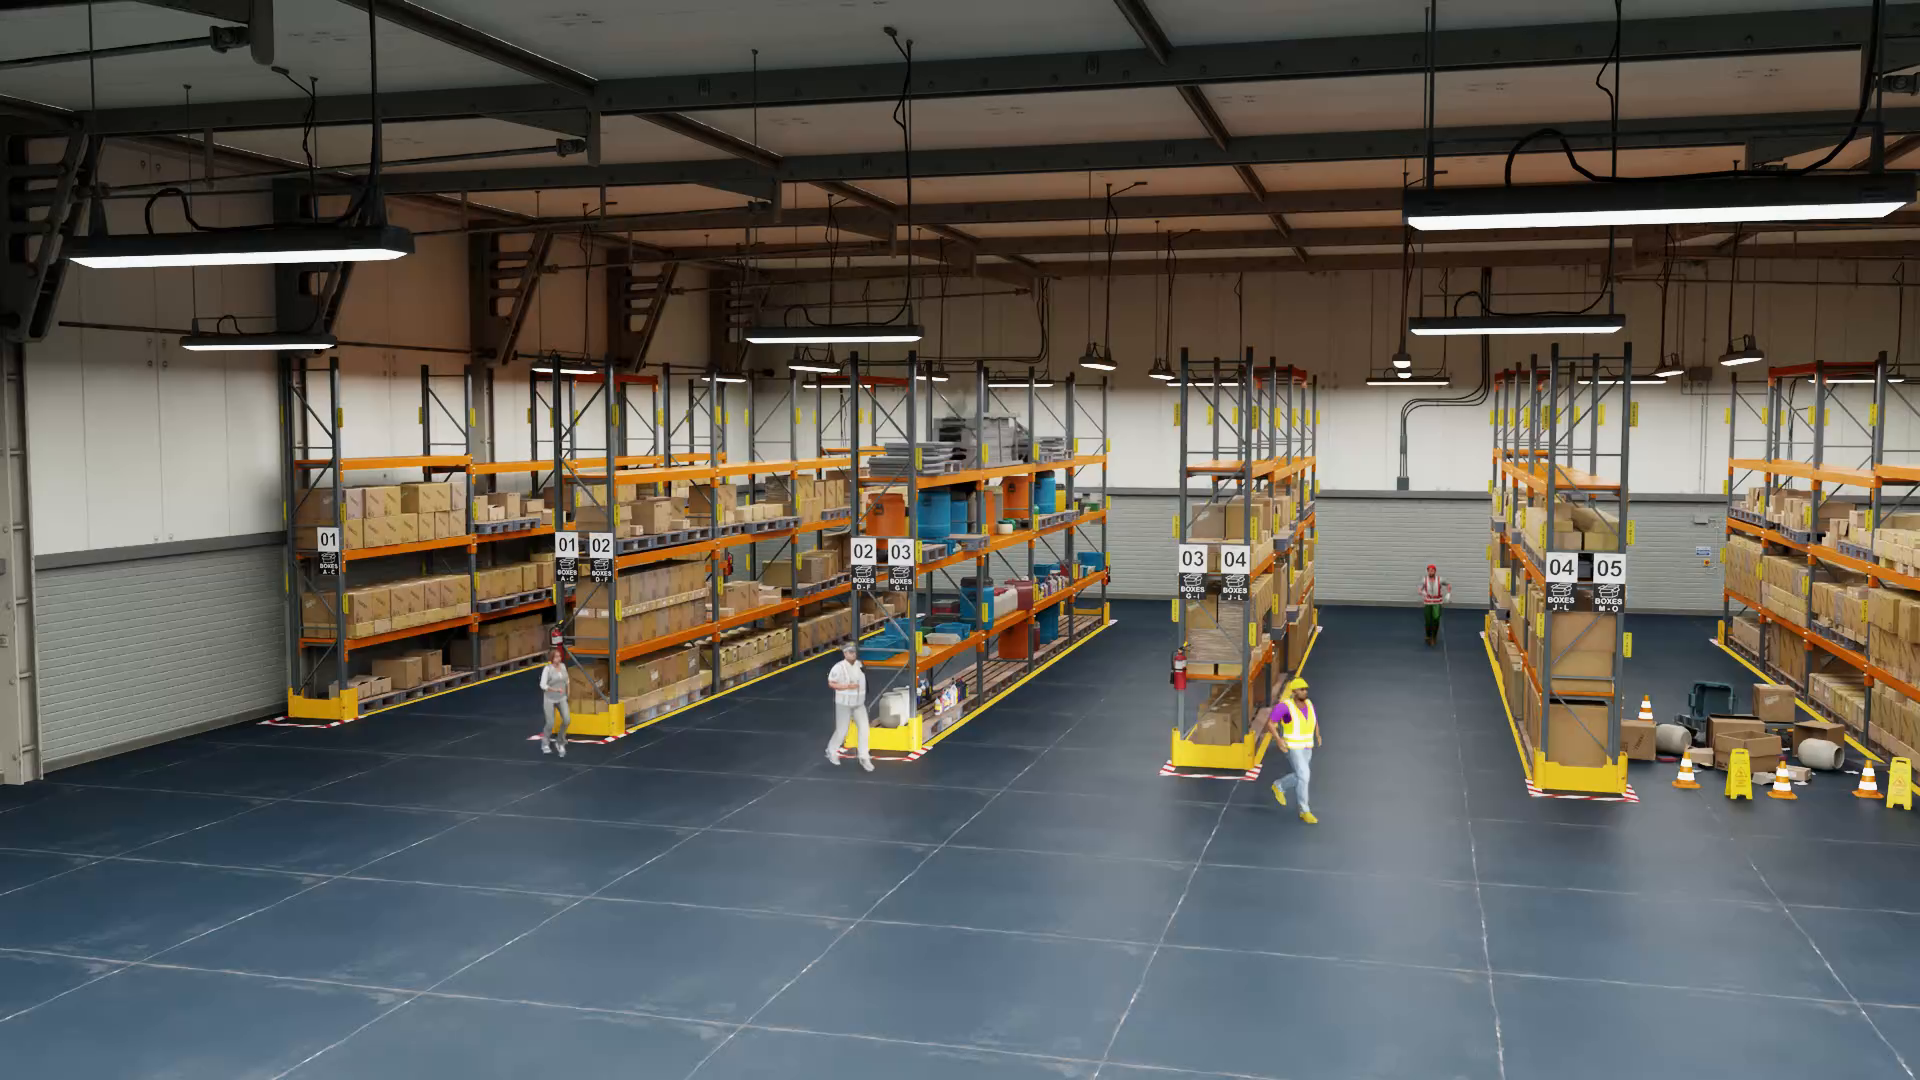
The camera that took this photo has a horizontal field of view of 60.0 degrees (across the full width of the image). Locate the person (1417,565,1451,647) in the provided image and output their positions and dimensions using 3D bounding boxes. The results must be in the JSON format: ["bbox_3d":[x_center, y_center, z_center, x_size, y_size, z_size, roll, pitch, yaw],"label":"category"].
[{"bbox_3d":[10.395,1.429,36.514,0.666,1.791,0.888,2,5,23],"label":"person"}]

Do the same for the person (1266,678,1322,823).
[{"bbox_3d":[4.208,2.604,20.894,0.711,1.765,0.872,-3,5,-34],"label":"person"}]

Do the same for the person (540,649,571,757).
[{"bbox_3d":[-5.959,2.411,24.605,0.560,1.621,0.668,-4,6,-42],"label":"person"}]

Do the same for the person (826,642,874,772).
[{"bbox_3d":[-1.576,2.357,23.757,0.665,1.819,0.864,-3,5,-37],"label":"person"}]
